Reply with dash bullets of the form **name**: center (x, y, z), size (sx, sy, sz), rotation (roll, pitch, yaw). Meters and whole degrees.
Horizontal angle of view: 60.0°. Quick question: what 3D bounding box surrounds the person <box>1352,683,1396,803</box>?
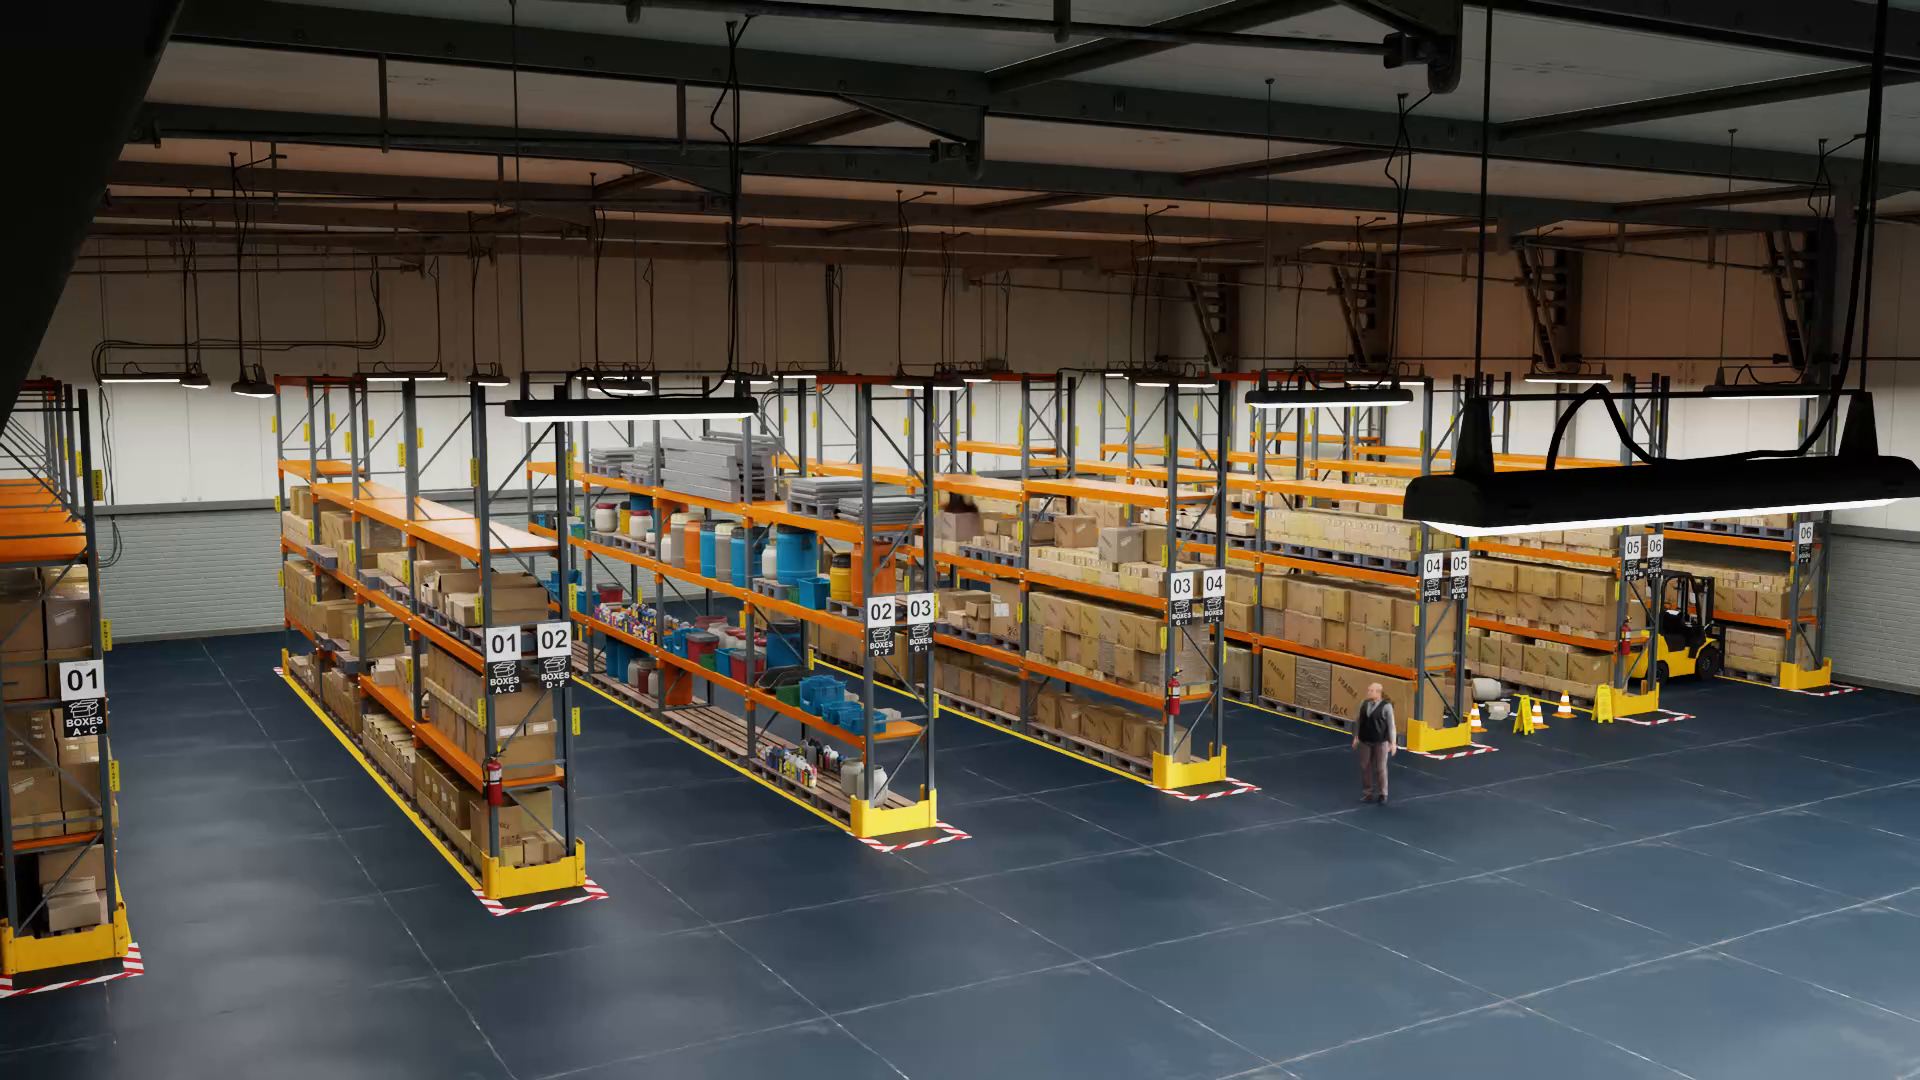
- **person**: center (5.903, 2.900, 23.671), size (0.647, 1.759, 0.400), rotation (5, 8, 38)
